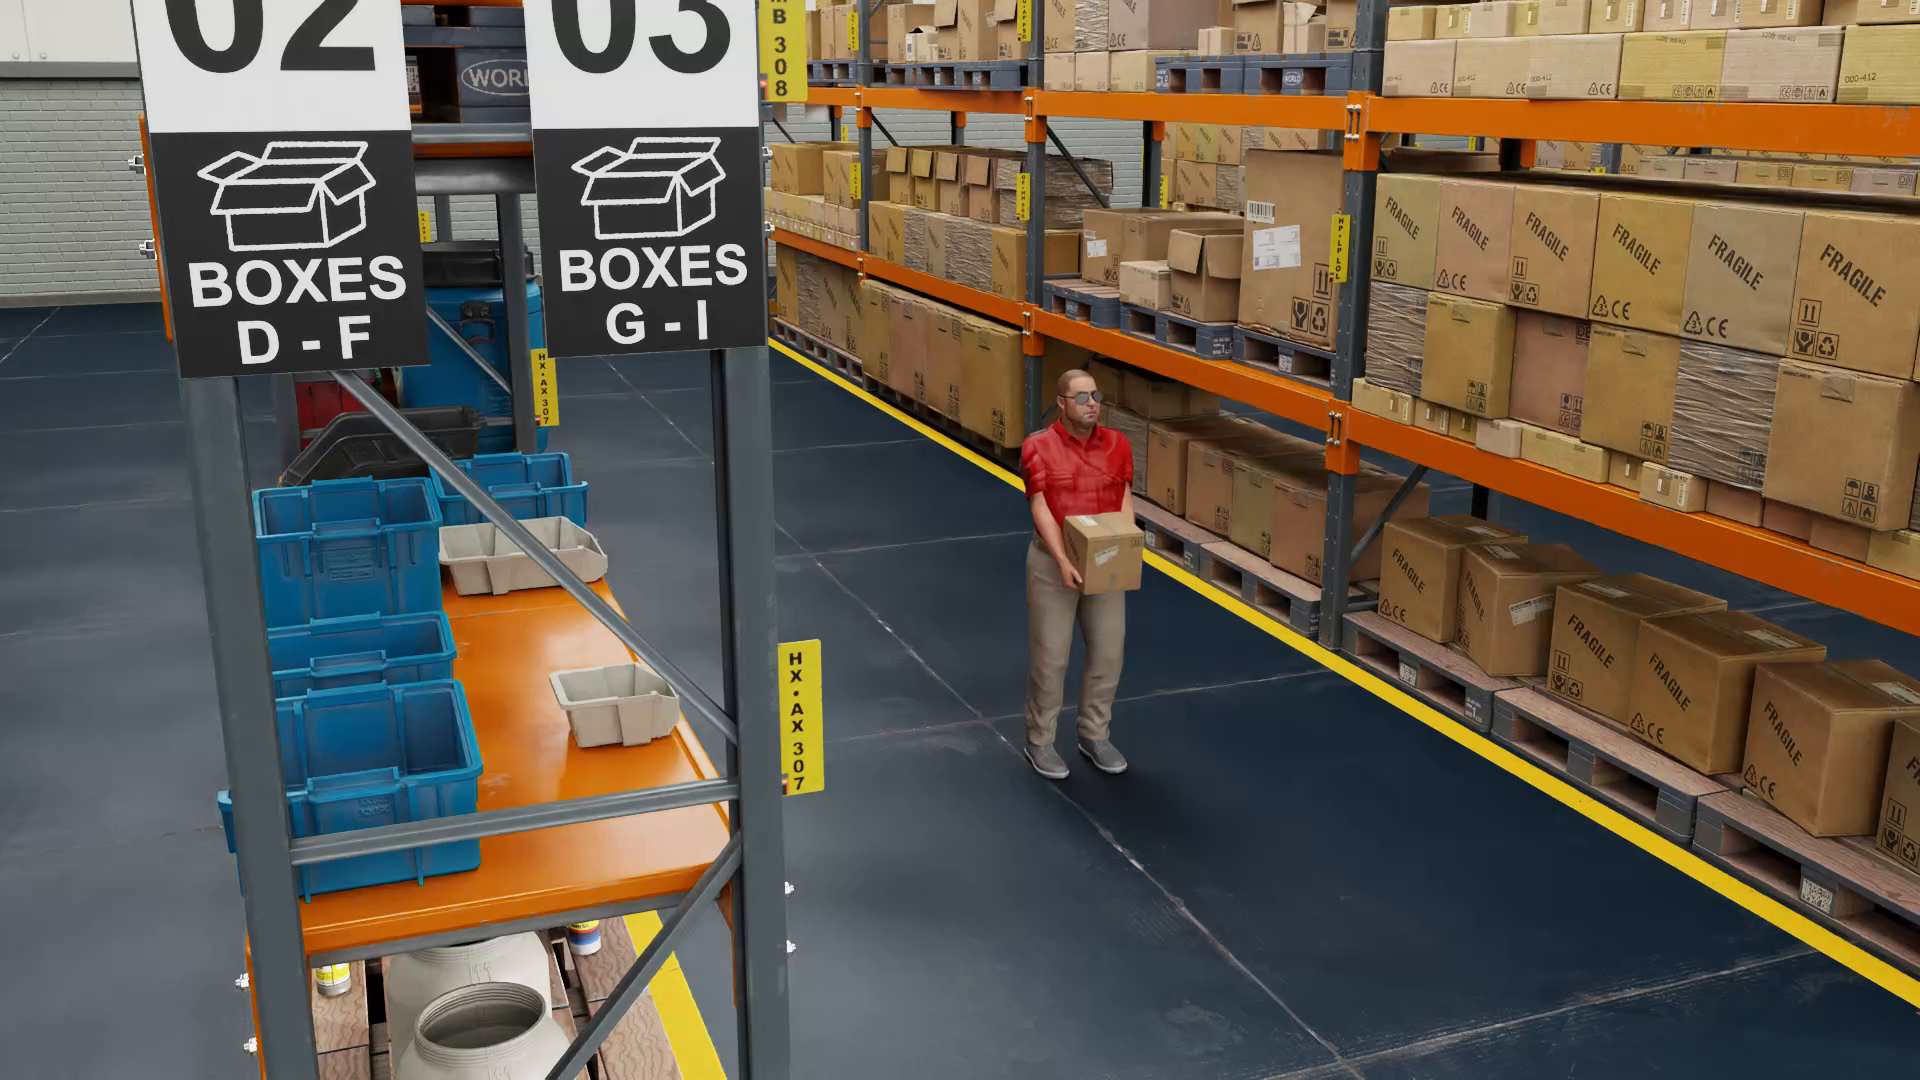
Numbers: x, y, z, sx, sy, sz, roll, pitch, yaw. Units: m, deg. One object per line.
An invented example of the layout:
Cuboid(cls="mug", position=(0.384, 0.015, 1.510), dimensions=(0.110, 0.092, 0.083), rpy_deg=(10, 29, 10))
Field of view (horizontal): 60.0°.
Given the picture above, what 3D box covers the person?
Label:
Cuboid(cls="person", position=(0.538, 0.157, 7.011), dimensions=(0.494, 1.713, 0.538), rpy_deg=(-6, 16, -19))
